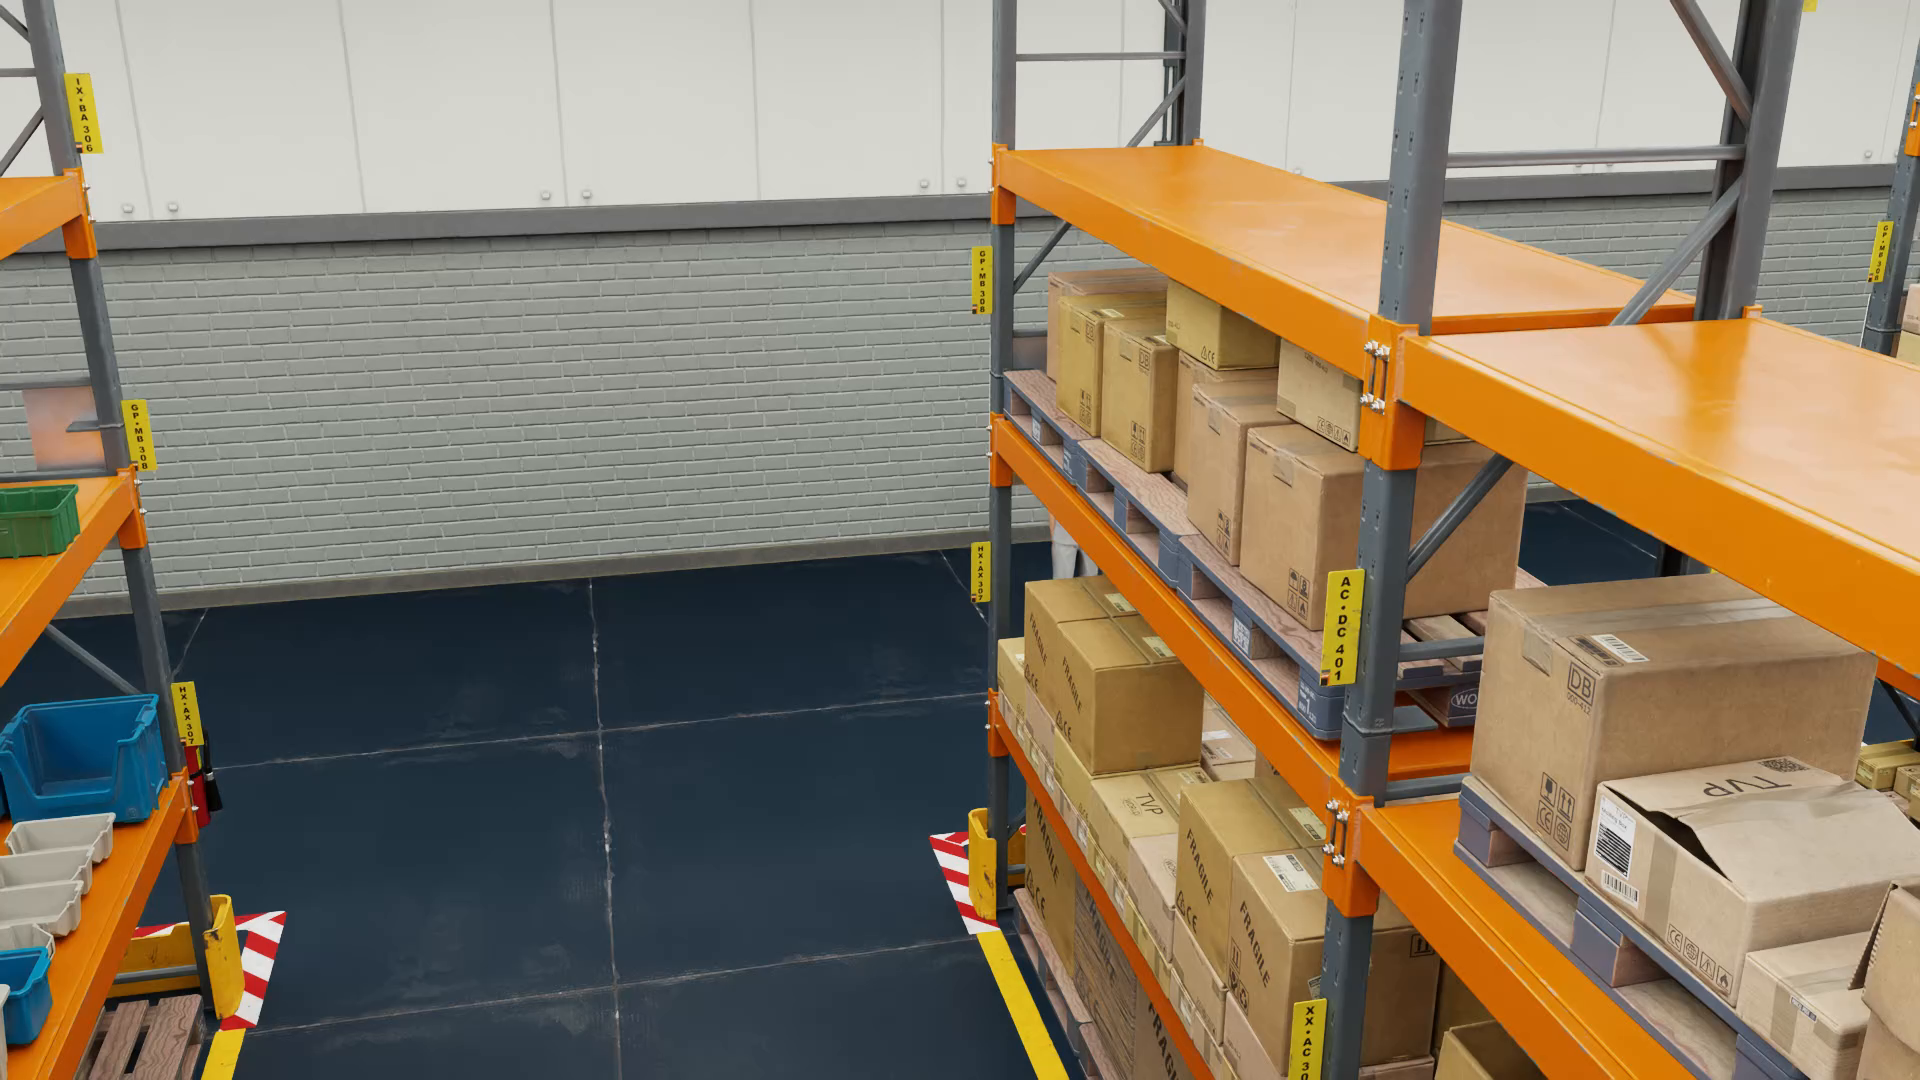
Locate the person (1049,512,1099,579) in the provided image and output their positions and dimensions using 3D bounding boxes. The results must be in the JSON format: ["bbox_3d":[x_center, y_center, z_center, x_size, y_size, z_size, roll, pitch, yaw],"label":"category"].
[{"bbox_3d":[0.865,0.007,12.348,0.437,1.668,0.365,-4,20,-11],"label":"person"}]
